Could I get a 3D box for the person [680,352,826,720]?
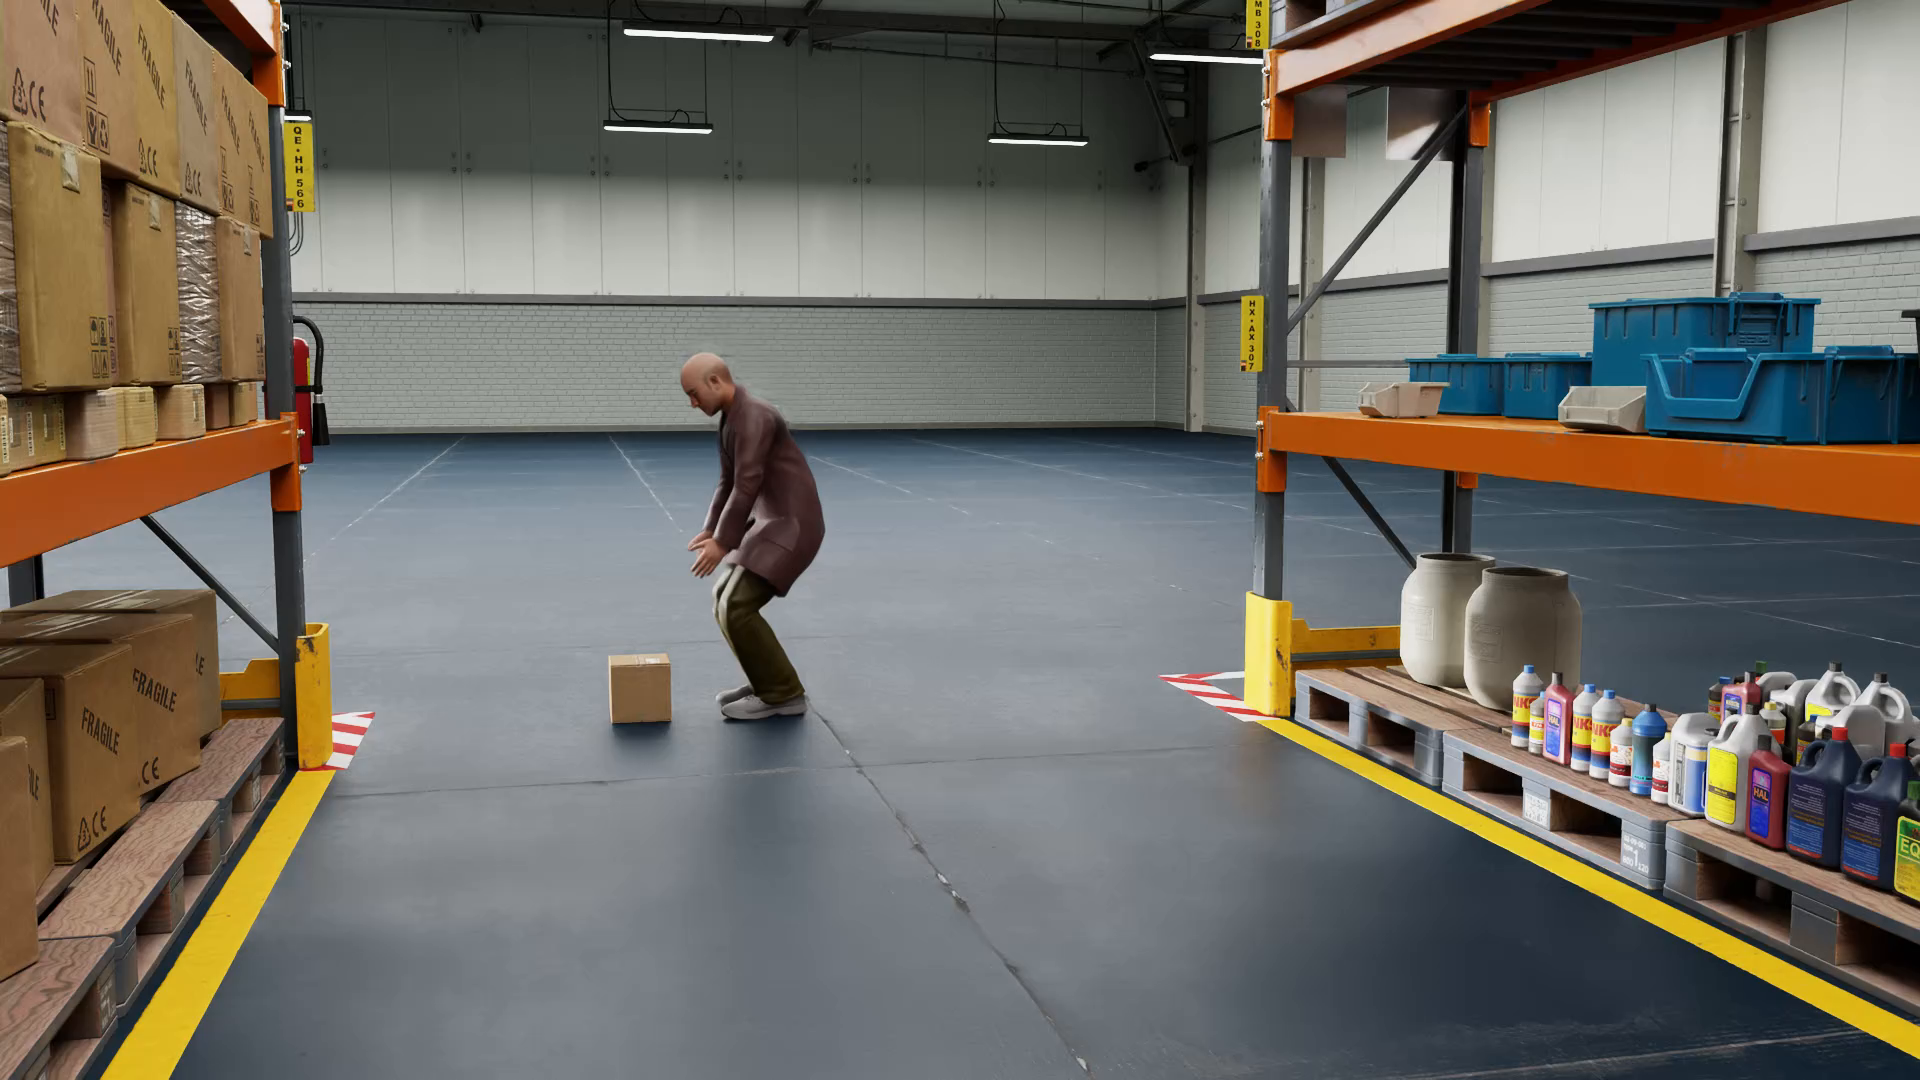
[{"bbox_3d":[-0.883,-0.017,7.161,0.613,1.552,0.626,-1,6,-13],"label":"person"}]
